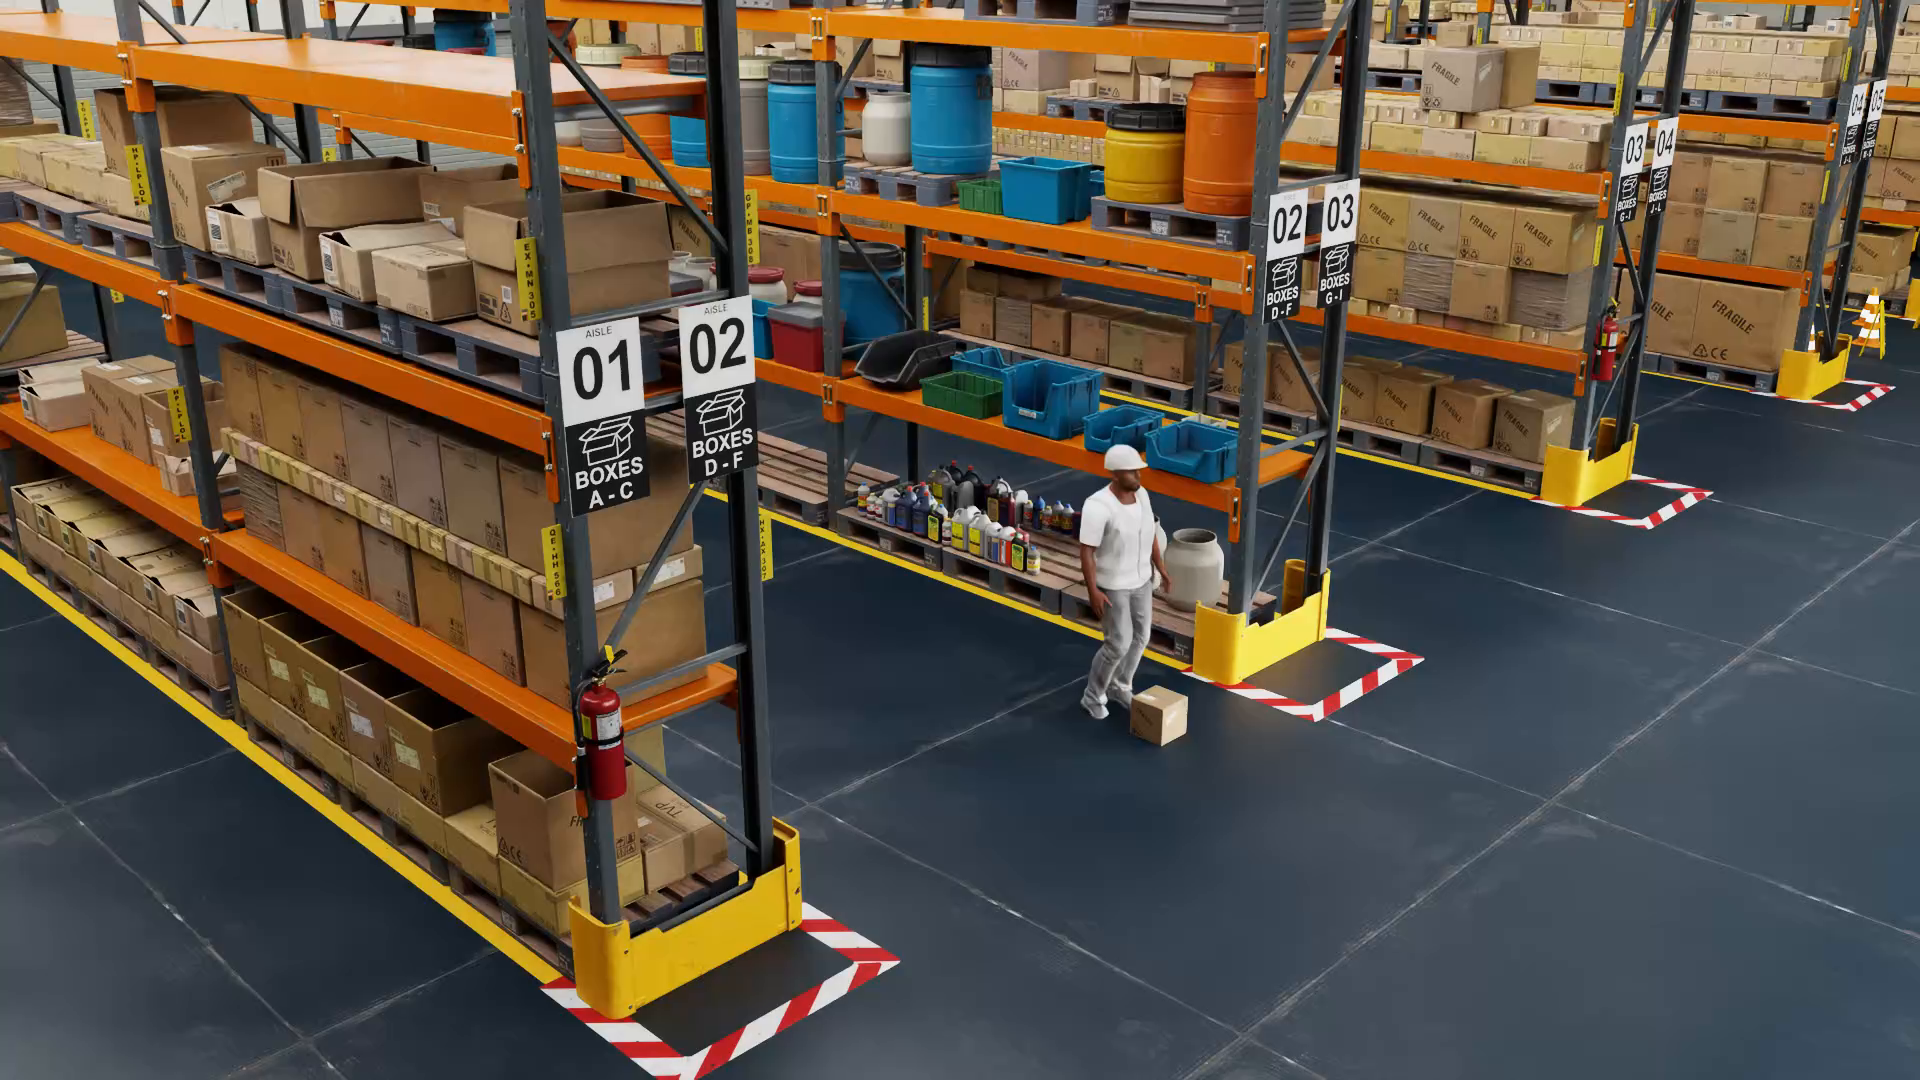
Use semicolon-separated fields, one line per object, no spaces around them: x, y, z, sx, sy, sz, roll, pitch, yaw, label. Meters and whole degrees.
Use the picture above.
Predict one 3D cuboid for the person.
1.026;0.284;10.422;0.373;1.832;0.654;19;27;41;person
